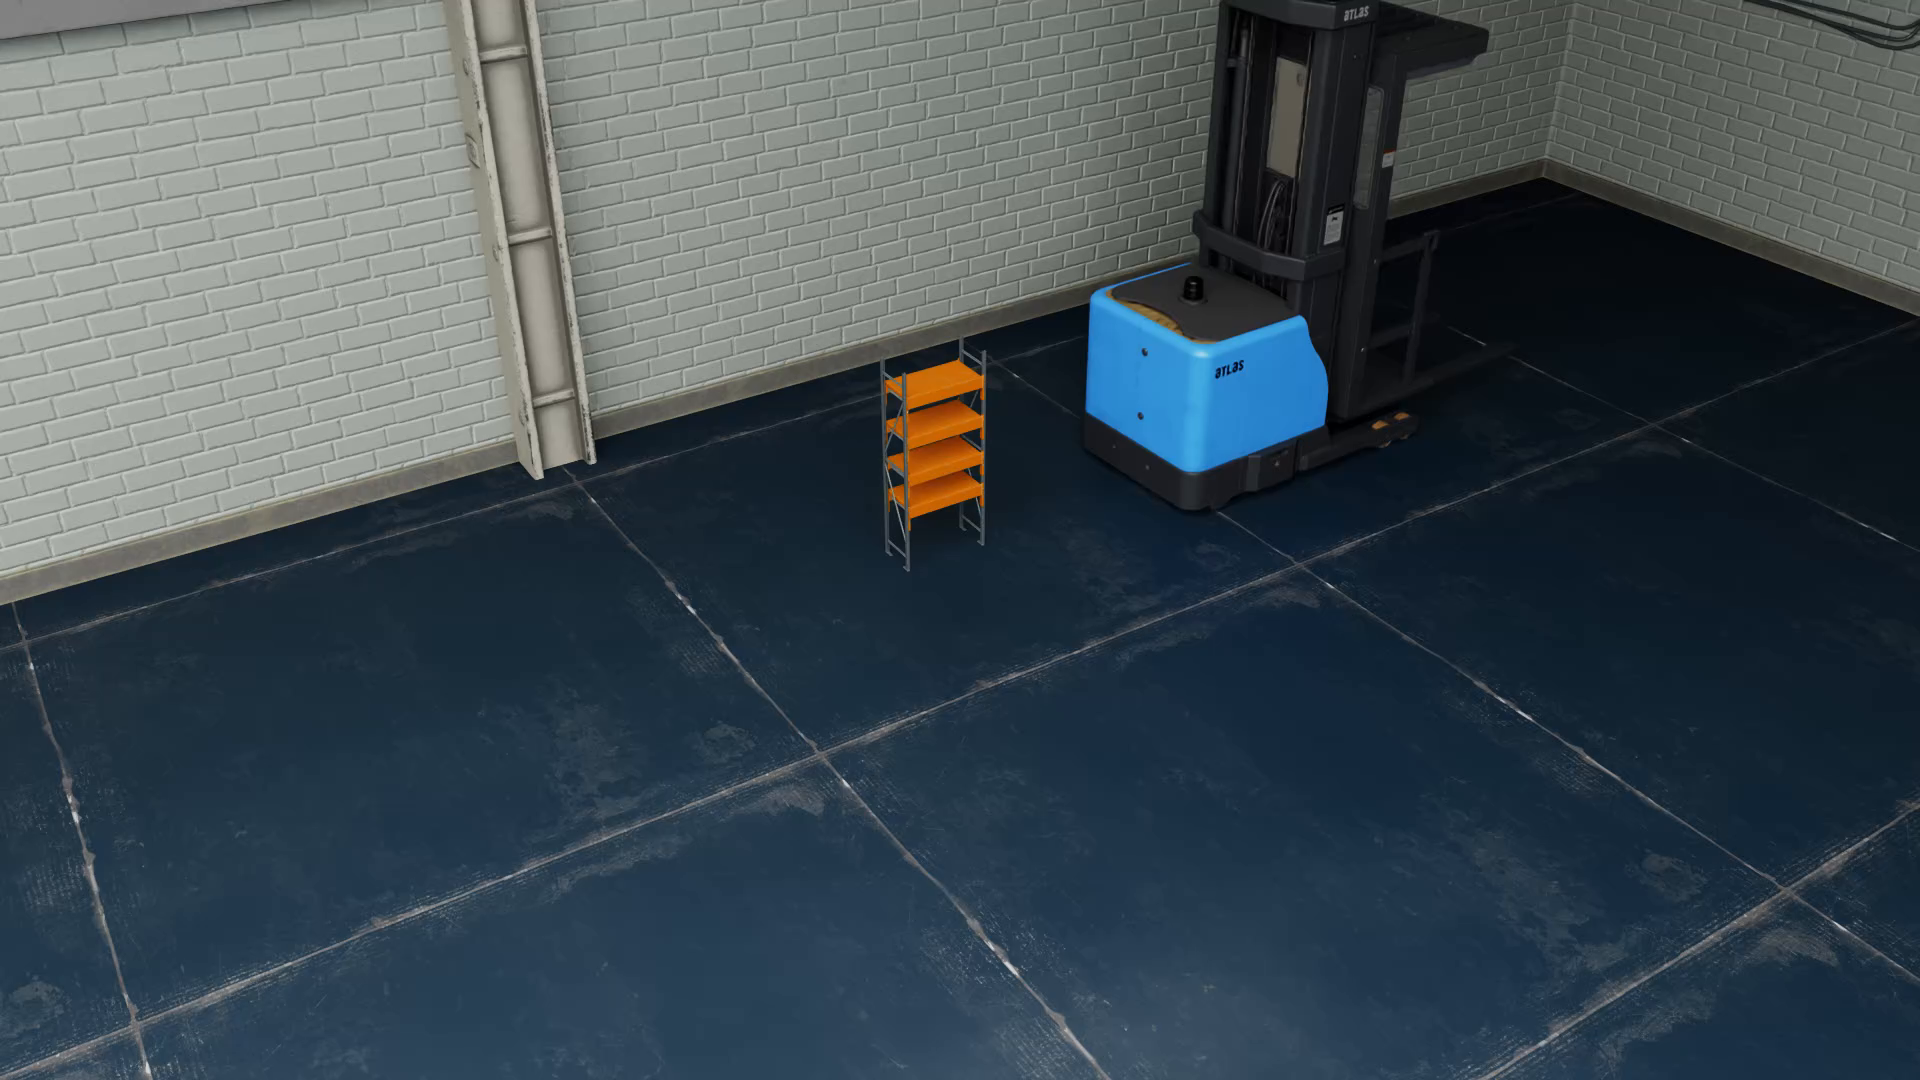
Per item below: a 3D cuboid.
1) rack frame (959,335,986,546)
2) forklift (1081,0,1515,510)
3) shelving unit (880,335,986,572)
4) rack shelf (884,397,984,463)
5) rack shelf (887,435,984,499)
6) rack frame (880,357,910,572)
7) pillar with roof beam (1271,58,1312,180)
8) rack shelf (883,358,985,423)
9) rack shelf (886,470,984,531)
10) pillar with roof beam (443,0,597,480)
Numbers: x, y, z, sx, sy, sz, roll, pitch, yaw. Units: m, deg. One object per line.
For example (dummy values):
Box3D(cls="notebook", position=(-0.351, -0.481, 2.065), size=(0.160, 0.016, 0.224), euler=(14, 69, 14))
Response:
Box3D(cls="rack frame", position=(0.066, -0.530, 9.087), size=(0.015, 1.200, 0.240), euler=(-19, 37, -27))
Box3D(cls="forklift", position=(2.240, -2.018, 9.823), size=(3.031, 2.935, 1.130), euler=(-21, 38, -29))
Box3D(cls="shelving unit", position=(-0.139, -0.460, 8.976), size=(0.503, 1.200, 0.258), euler=(-19, 37, -27))
Box3D(cls="rack shelf", position=(-0.139, -0.592, 8.892), size=(0.480, 0.148, 0.258), euler=(-19, 37, -27))
Box3D(cls="rack shelf", position=(-0.139, -0.403, 9.011), size=(0.480, 0.148, 0.258), euler=(-19, 37, -27))
Box3D(cls="rack frame", position=(-0.344, -0.389, 8.864), size=(0.015, 1.200, 0.240), euler=(-19, 37, -27))
Box3D(cls="pillar with roof beam", position=(4.921, -4.095, 7.428), size=(0.400, 9.000, 9.100), euler=(-19, 37, -27))
Box3D(cls="rack shelf", position=(-0.139, -0.792, 8.766), size=(0.480, 0.148, 0.258), euler=(-19, 37, -27))
Box3D(cls="rack shelf", position=(-0.139, -0.235, 9.117), size=(0.480, 0.148, 0.258), euler=(-19, 37, -27))
Box3D(cls="pillar with roof beam", position=(-0.122, -2.360, 4.679), size=(0.400, 9.000, 9.100), euler=(-19, 37, -27))
